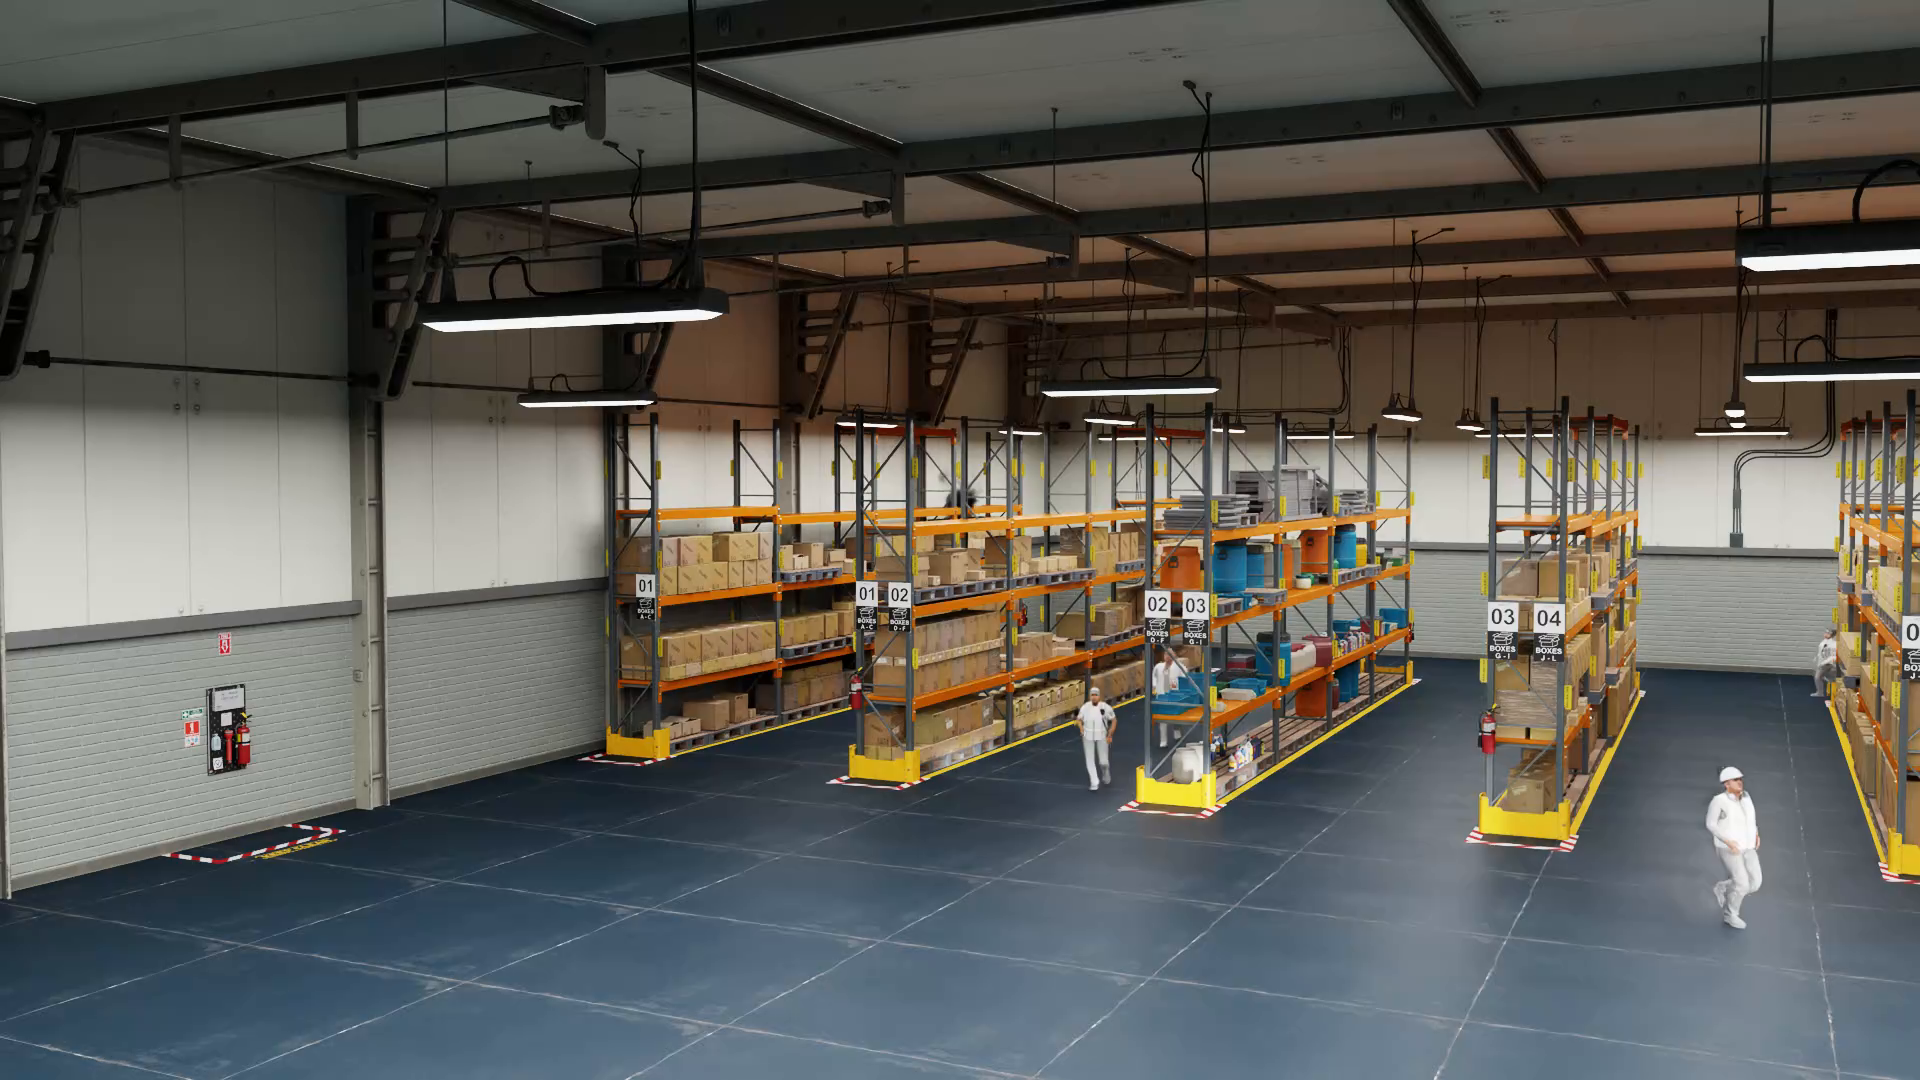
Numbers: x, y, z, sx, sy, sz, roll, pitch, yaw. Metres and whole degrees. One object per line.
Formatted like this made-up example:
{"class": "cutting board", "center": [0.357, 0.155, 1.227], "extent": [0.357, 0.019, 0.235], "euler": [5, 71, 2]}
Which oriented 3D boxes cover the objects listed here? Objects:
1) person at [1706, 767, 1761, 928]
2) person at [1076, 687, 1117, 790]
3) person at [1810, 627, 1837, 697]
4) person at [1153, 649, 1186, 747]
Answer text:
{"class": "person", "center": [8.525, 3.369, 18.338], "extent": [0.663, 1.739, 0.540], "euler": [-1, 3, -22]}
{"class": "person", "center": [2.115, 3.103, 25.958], "extent": [0.633, 1.614, 0.569], "euler": [1, 2, 14]}
{"class": "person", "center": [18.995, 2.678, 36.383], "extent": [0.571, 1.584, 0.777], "euler": [0, 2, 2]}
{"class": "person", "center": [3.781, 2.856, 30.194], "extent": [0.720, 1.747, 0.917], "euler": [1, 3, 18]}
